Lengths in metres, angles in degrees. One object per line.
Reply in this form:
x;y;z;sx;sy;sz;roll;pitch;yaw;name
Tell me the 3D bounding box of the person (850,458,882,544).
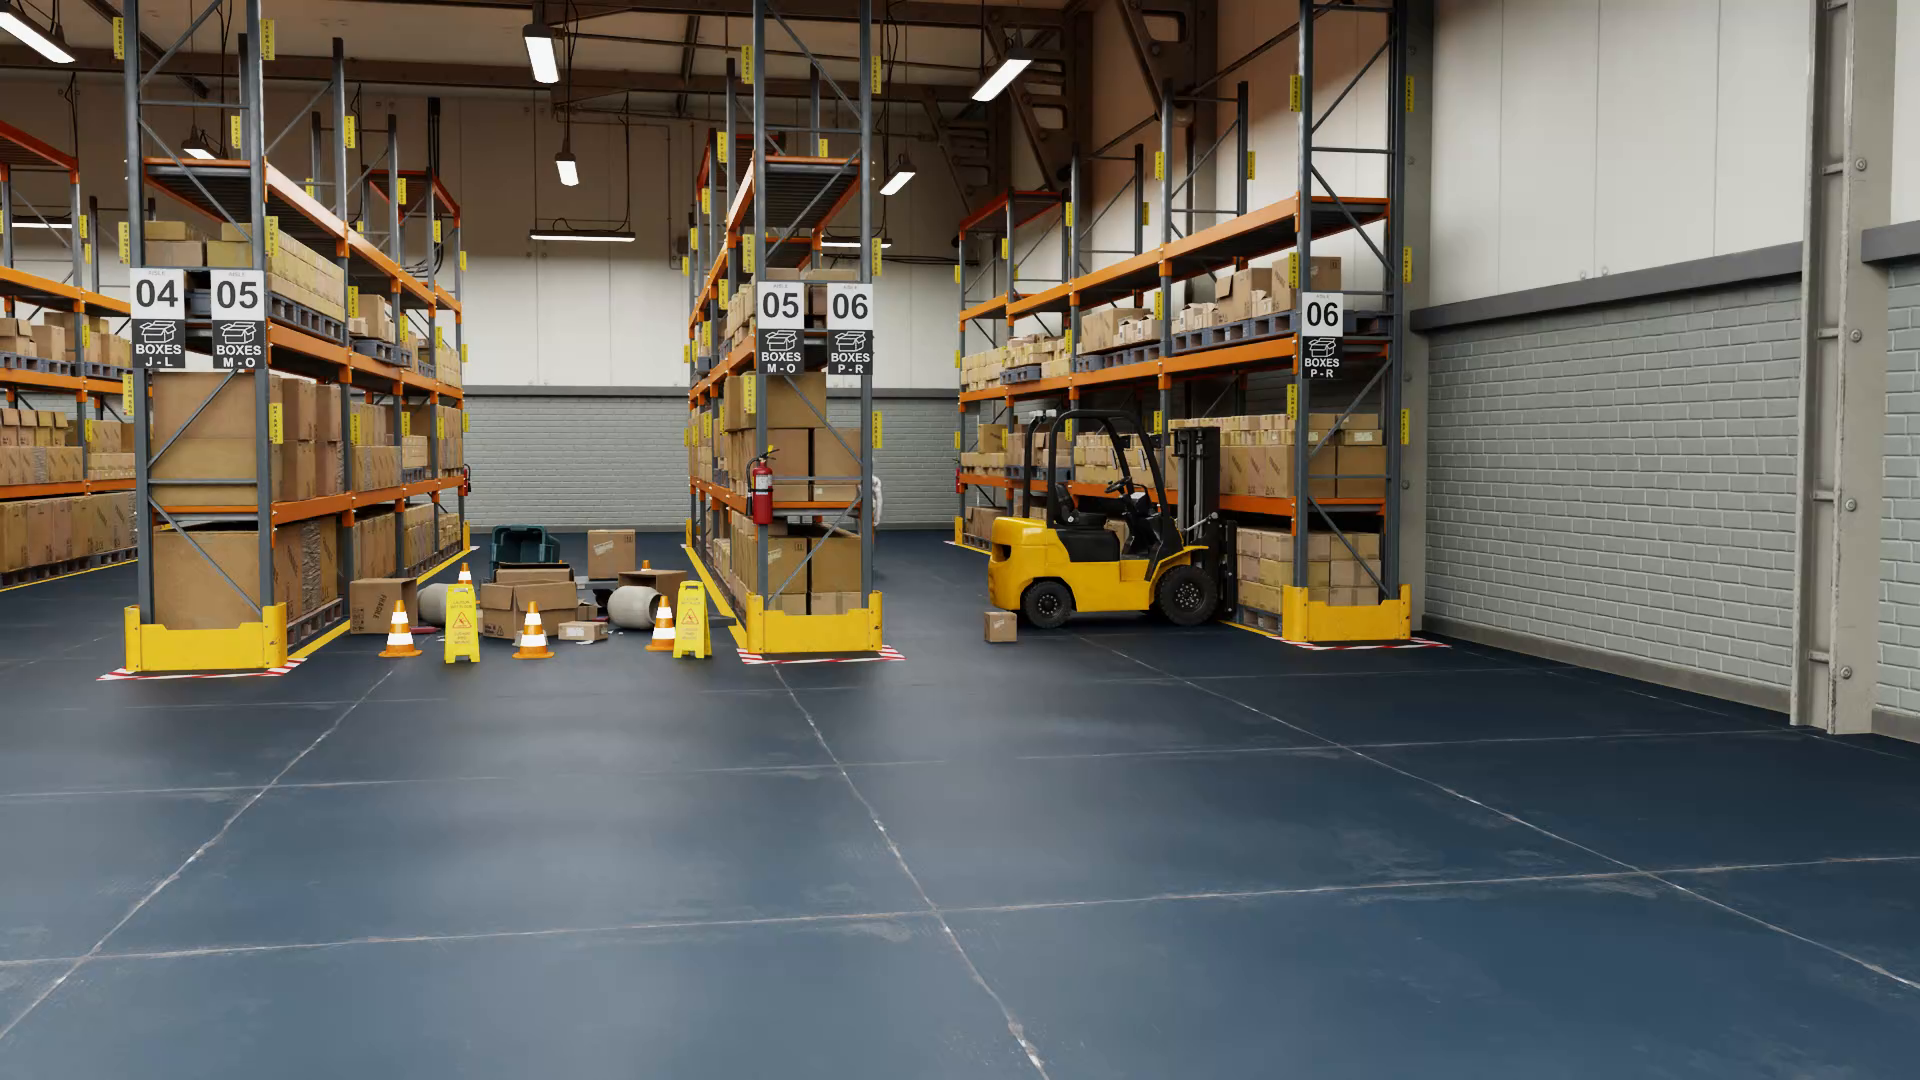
-1.393;-0.407;24.232;0.473;1.634;1.004;-1;3;-13;person
